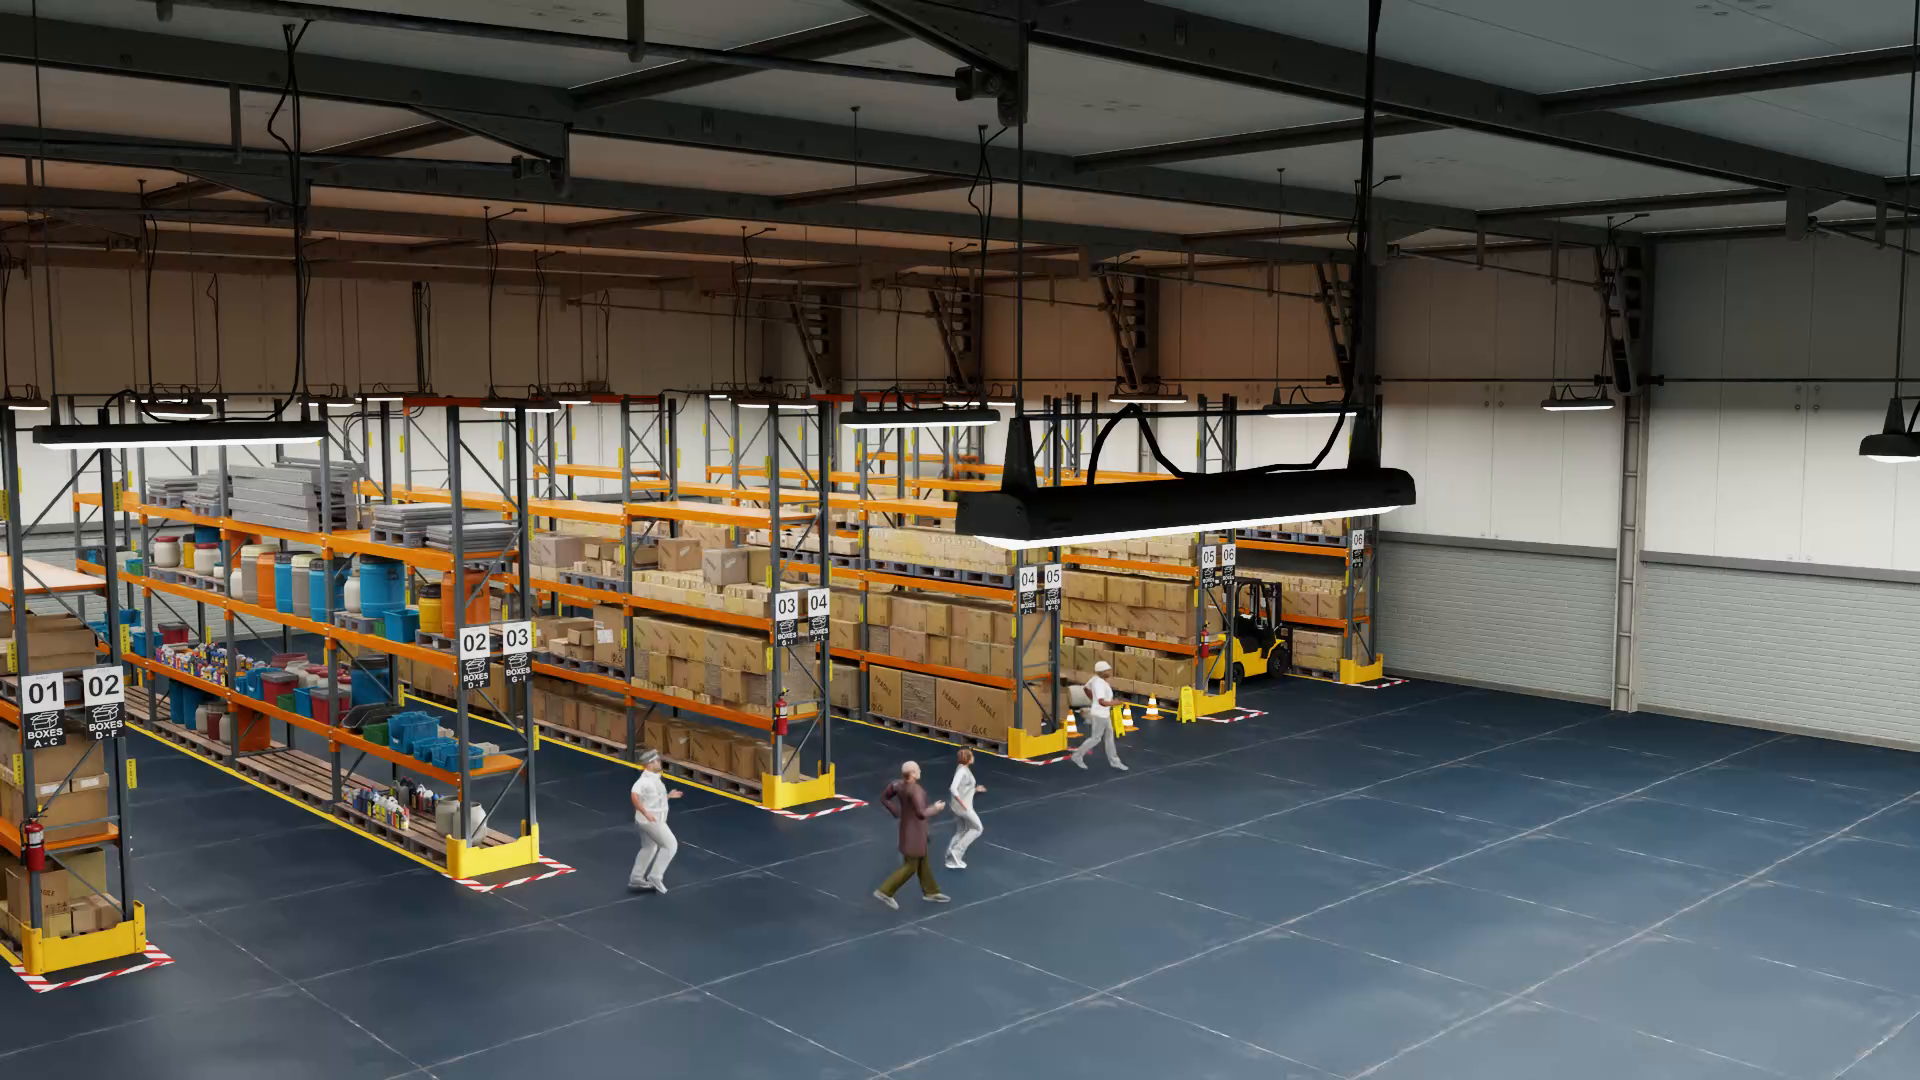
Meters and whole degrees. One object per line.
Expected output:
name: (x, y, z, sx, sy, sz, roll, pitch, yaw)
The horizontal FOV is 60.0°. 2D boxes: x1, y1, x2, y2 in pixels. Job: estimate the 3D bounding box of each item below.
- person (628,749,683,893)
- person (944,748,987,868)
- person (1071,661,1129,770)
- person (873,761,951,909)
person: (-3.760, 3.481, 20.570, 0.690, 1.818, 0.653, -1, 6, -13)
person: (0.079, 3.467, 21.519, 0.585, 1.567, 0.517, -1, 6, -10)
person: (2.264, 2.837, 26.794, 0.937, 1.786, 0.716, 0, 6, 5)
person: (-0.561, 3.503, 19.760, 1.033, 1.784, 0.701, -2, 6, -23)
